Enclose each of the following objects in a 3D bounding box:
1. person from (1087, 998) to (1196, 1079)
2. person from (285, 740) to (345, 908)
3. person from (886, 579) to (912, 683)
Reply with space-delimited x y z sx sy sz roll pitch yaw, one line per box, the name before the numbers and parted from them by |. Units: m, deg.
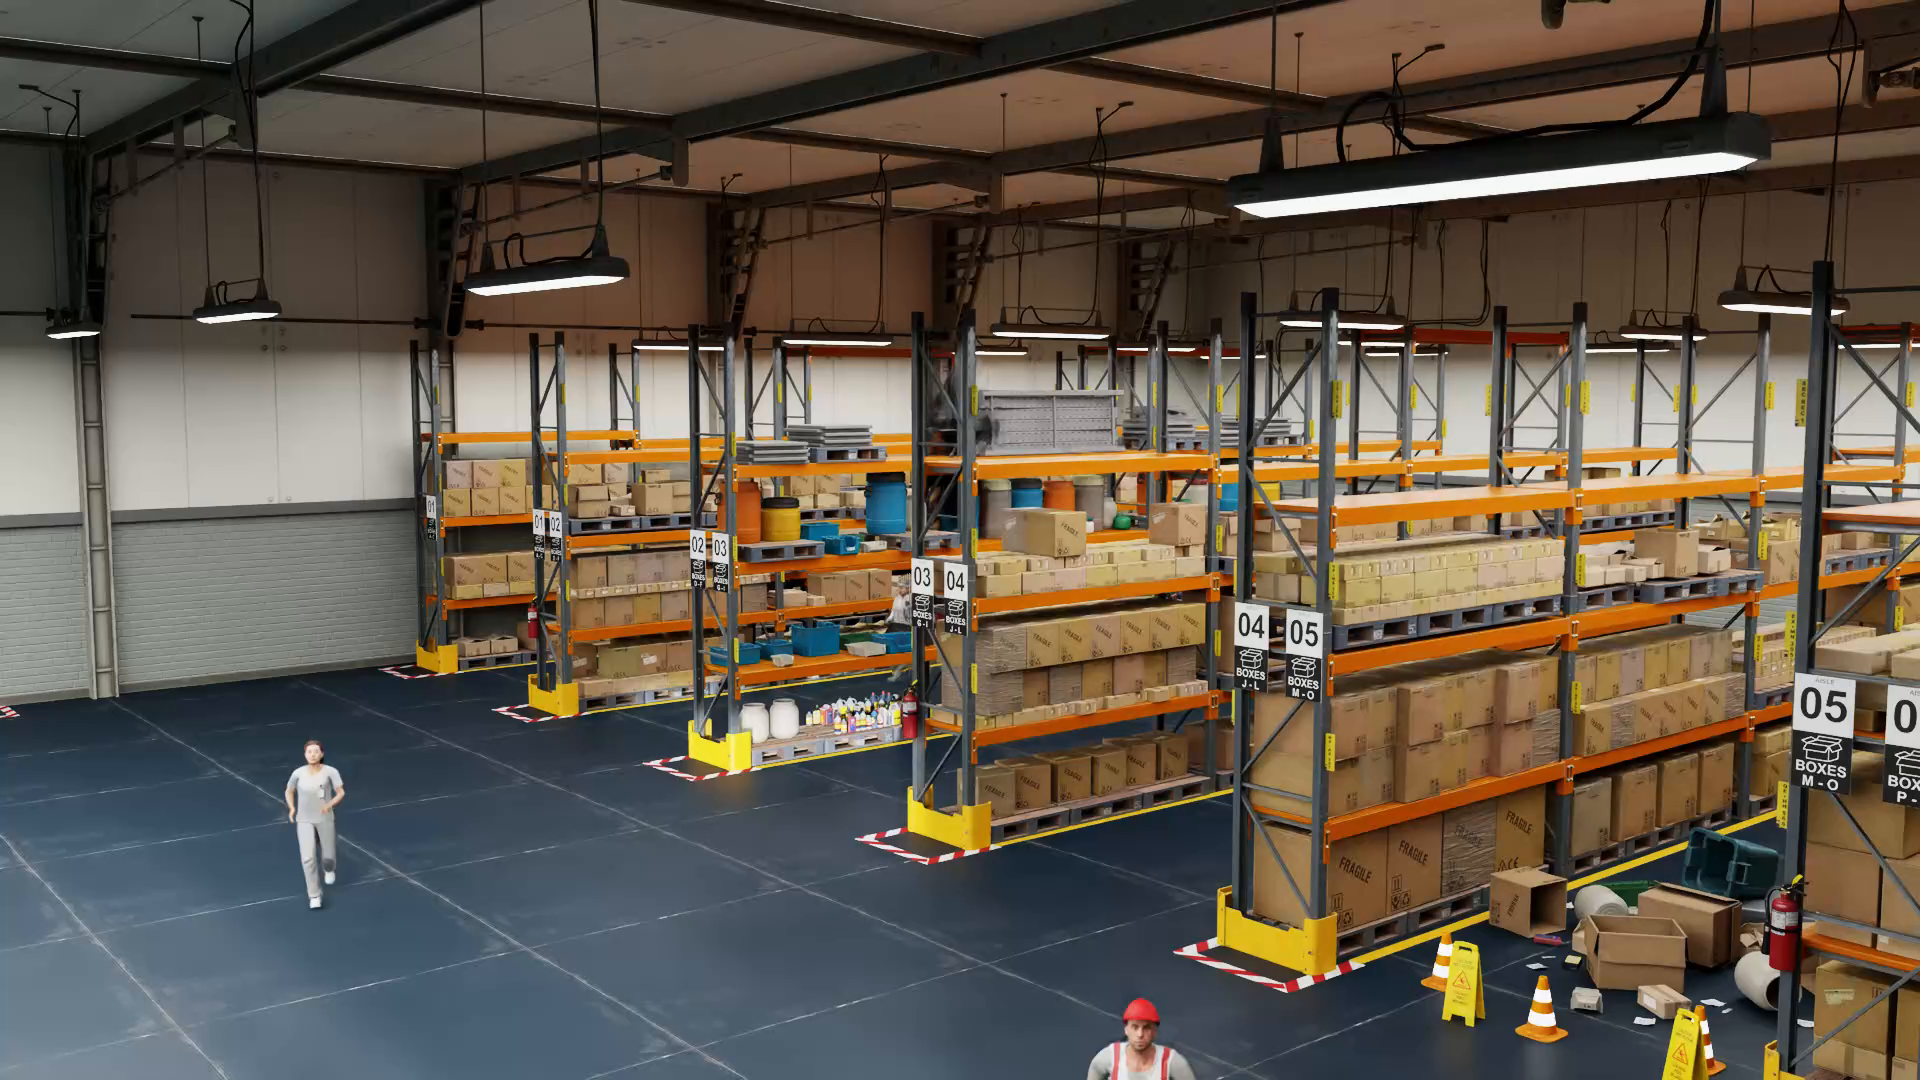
person | 1.020 3.425 9.370 0.657 1.755 0.760 1 5 10
person | -6.457 2.813 16.640 0.571 1.628 0.682 -1 5 -15
person | -0.930 1.484 27.542 0.618 1.682 0.808 4 7 39
